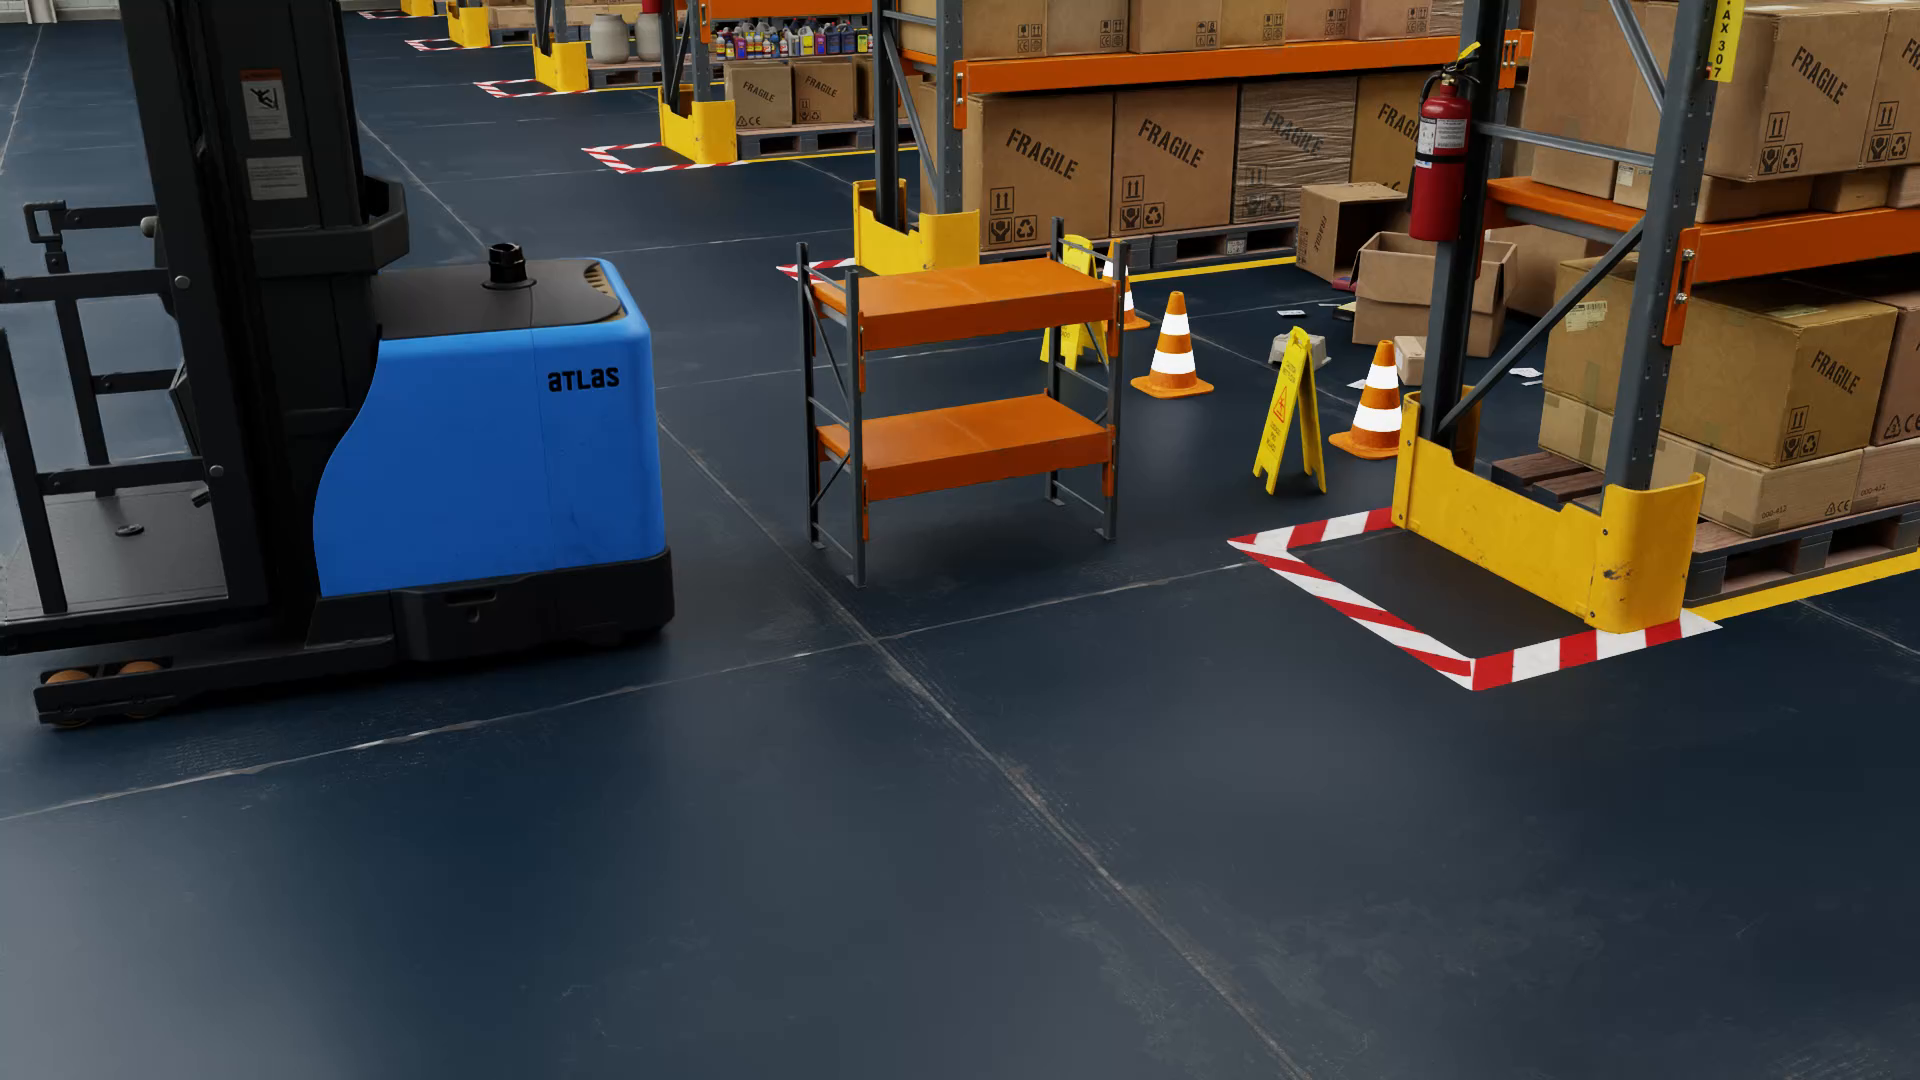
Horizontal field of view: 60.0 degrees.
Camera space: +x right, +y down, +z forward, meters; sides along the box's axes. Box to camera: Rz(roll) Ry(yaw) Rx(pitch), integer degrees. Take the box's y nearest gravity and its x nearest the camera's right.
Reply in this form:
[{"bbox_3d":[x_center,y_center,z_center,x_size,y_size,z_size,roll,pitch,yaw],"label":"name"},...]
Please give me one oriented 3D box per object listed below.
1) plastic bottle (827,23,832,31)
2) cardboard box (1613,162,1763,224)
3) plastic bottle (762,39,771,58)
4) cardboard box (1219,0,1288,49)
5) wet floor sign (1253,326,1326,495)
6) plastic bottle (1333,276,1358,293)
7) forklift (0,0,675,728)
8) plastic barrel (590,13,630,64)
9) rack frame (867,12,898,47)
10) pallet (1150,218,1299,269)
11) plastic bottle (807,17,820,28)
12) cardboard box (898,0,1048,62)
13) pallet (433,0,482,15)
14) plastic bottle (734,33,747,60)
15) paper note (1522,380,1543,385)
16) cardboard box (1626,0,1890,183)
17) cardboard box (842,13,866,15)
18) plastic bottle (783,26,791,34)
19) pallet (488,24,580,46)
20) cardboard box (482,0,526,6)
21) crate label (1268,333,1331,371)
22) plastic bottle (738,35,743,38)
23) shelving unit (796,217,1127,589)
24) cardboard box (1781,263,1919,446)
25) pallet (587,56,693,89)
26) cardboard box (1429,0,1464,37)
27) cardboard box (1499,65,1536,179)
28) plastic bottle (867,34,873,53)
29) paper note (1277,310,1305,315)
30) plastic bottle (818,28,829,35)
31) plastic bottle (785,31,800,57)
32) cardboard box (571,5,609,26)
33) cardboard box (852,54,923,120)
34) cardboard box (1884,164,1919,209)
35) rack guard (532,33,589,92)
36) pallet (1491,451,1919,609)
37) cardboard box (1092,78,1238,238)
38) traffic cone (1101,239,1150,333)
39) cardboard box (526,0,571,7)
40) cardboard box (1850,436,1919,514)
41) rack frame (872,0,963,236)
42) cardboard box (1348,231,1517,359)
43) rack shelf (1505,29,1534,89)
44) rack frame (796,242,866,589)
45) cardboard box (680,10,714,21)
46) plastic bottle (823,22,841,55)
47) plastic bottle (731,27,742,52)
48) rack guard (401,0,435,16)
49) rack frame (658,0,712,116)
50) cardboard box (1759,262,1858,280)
[{"bbox_3d":[-1.567,-6.017,19.840,0.133,0.283,0.061,-10,25,-24],"label":"plastic bottle"},{"bbox_3d":[2.380,-1.153,5.443,0.250,0.149,0.380,-10,25,-23],"label":"cardboard box"},{"bbox_3d":[-2.204,-5.600,18.940,0.097,0.201,0.097,0,22,0],"label":"plastic bottle"},{"bbox_3d":[1.566,-3.371,10.275,0.500,0.550,0.875,-10,25,-24],"label":"cardboard box"},{"bbox_3d":[1.349,-0.534,6.696,0.232,0.644,0.267,-2,23,-5],"label":"wet floor sign"},{"bbox_3d":[2.346,-1.490,9.770,0.283,0.061,0.133,20,30,40],"label":"plastic bottle"},{"bbox_3d":[-2.513,-1.026,4.896,3.031,2.935,1.130,-7,24,-16],"label":"forklift"},{"bbox_3d":[-3.902,-5.587,18.528,0.421,0.512,0.421,0,22,0],"label":"plastic barrel"},{"bbox_3d":[-0.857,-7.070,19.408,0.127,3.000,1.000,-10,25,-24],"label":"rack frame"},{"bbox_3d":[1.531,-2.046,10.916,1.213,0.211,1.003,-10,25,-24],"label":"pallet"},{"bbox_3d":[-1.765,-6.059,19.853,0.185,0.351,0.144,-10,24,-22],"label":"plastic bottle"},{"bbox_3d":[0.061,-3.120,9.669,0.550,0.550,0.875,-10,25,-24],"label":"cardboard box"},{"bbox_3d":[-7.942,-8.668,26.913,1.213,0.211,1.003,-10,25,-24],"label":"pallet"},{"bbox_3d":[-2.481,-5.579,18.783,0.133,0.283,0.061,-10,25,-23],"label":"plastic bottle"},{"bbox_3d":[2.788,-0.764,8.083,0.123,0.001,0.032,-10,25,-24],"label":"paper note"},{"bbox_3d":[2.532,-1.451,5.314,0.500,0.500,0.500,-11,25,-24],"label":"cardboard box"},{"bbox_3d":[-1.605,-7.854,24.348,0.500,0.250,0.500,-11,25,-25],"label":"cardboard box"},{"bbox_3d":[-2.051,-5.953,19.702,0.097,0.271,0.097,0,22,0],"label":"plastic bottle"},{"bbox_3d":[-5.936,-6.967,22.805,1.213,0.211,1.003,-10,25,-24],"label":"pallet"},{"bbox_3d":[-6.252,-7.576,22.695,0.500,0.500,0.500,-10,25,-24],"label":"cardboard box"},{"bbox_3d":[1.706,-0.956,8.379,0.250,0.136,0.298,15,27,31],"label":"crate label"},{"bbox_3d":[-2.562,-5.788,19.395,0.097,0.201,0.097,0,22,0],"label":"plastic bottle"},{"bbox_3d":[0.006,-0.521,6.038,1.048,1.125,0.538,-10,25,-24],"label":"shelving unit"},{"bbox_3d":[3.322,-0.685,6.049,0.500,0.500,0.500,-11,25,-26],"label":"cardboard box"},{"bbox_3d":[-3.679,-5.280,18.729,1.213,0.211,1.003,-10,25,-24],"label":"pallet"},{"bbox_3d":[3.024,-3.641,10.928,0.550,0.550,0.875,-10,25,-24],"label":"cardboard box"},{"bbox_3d":[3.871,-2.926,11.788,0.750,0.750,1.050,-11,25,-24],"label":"cardboard box"},{"bbox_3d":[-1.049,-5.813,19.454,0.097,0.201,0.097,0,22,0],"label":"plastic bottle"},{"bbox_3d":[1.858,-1.269,9.278,0.142,0.017,0.144,-2,23,-5],"label":"paper note"},{"bbox_3d":[-1.572,-5.824,19.383,0.135,0.276,0.152,-10,25,-24],"label":"plastic bottle"},{"bbox_3d":[-1.925,-5.698,19.079,0.135,0.276,0.152,-10,24,-23],"label":"plastic bottle"},{"bbox_3d":[-5.127,-7.217,22.809,0.500,0.250,0.500,-10,25,-24],"label":"cardboard box"},{"bbox_3d":[-0.647,-4.045,14.819,0.500,0.500,0.500,-8,24,-19],"label":"cardboard box"},{"bbox_3d":[3.125,-1.242,5.658,0.250,0.149,0.380,-10,25,-23],"label":"cardboard box"},{"bbox_3d":[-4.413,-5.280,18.353,0.348,0.500,1.175,-10,25,-24],"label":"rack guard"},{"bbox_3d":[2.800,-0.131,6.291,1.213,0.211,1.003,-10,25,-24],"label":"pallet"},{"bbox_3d":[1.121,-2.468,10.519,0.875,0.875,0.875,-11,25,-24],"label":"cardboard box"},{"bbox_3d":[0.841,-1.400,9.027,0.334,0.463,0.336,-10,25,-24],"label":"traffic cone"},{"bbox_3d":[-5.577,-7.480,22.464,0.500,0.500,0.500,-10,25,-24],"label":"cardboard box"},{"bbox_3d":[3.295,-0.329,6.168,0.500,0.250,0.500,-9,24,-22],"label":"cardboard box"},{"bbox_3d":[-0.253,-2.974,9.512,0.127,3.000,1.000,-10,25,-24],"label":"rack frame"},{"bbox_3d":[2.469,-1.295,8.720,0.797,0.503,0.637,10,24,22],"label":"cardboard box"},{"bbox_3d":[5.153,-3.636,12.054,4.000,0.370,1.077,-10,25,-24],"label":"rack shelf"},{"bbox_3d":[-0.452,-0.437,5.834,0.032,1.125,0.500,-10,25,-24],"label":"rack frame"},{"bbox_3d":[-3.780,-7.470,23.419,0.500,0.250,0.500,-10,25,-24],"label":"cardboard box"},{"bbox_3d":[-1.485,-5.811,19.256,0.185,0.351,0.144,-12,25,-26],"label":"plastic bottle"},{"bbox_3d":[-2.633,-5.862,19.477,0.135,0.276,0.152,-11,25,-25],"label":"plastic bottle"},{"bbox_3d":[-8.690,-8.678,26.562,0.348,0.500,1.175,-10,25,-24],"label":"rack guard"},{"bbox_3d":[-2.313,-4.700,13.682,0.127,3.000,1.000,-10,25,-24],"label":"rack frame"},{"bbox_3d":[3.062,-0.865,6.483,0.500,0.500,0.500,-9,24,-22],"label":"cardboard box"}]
